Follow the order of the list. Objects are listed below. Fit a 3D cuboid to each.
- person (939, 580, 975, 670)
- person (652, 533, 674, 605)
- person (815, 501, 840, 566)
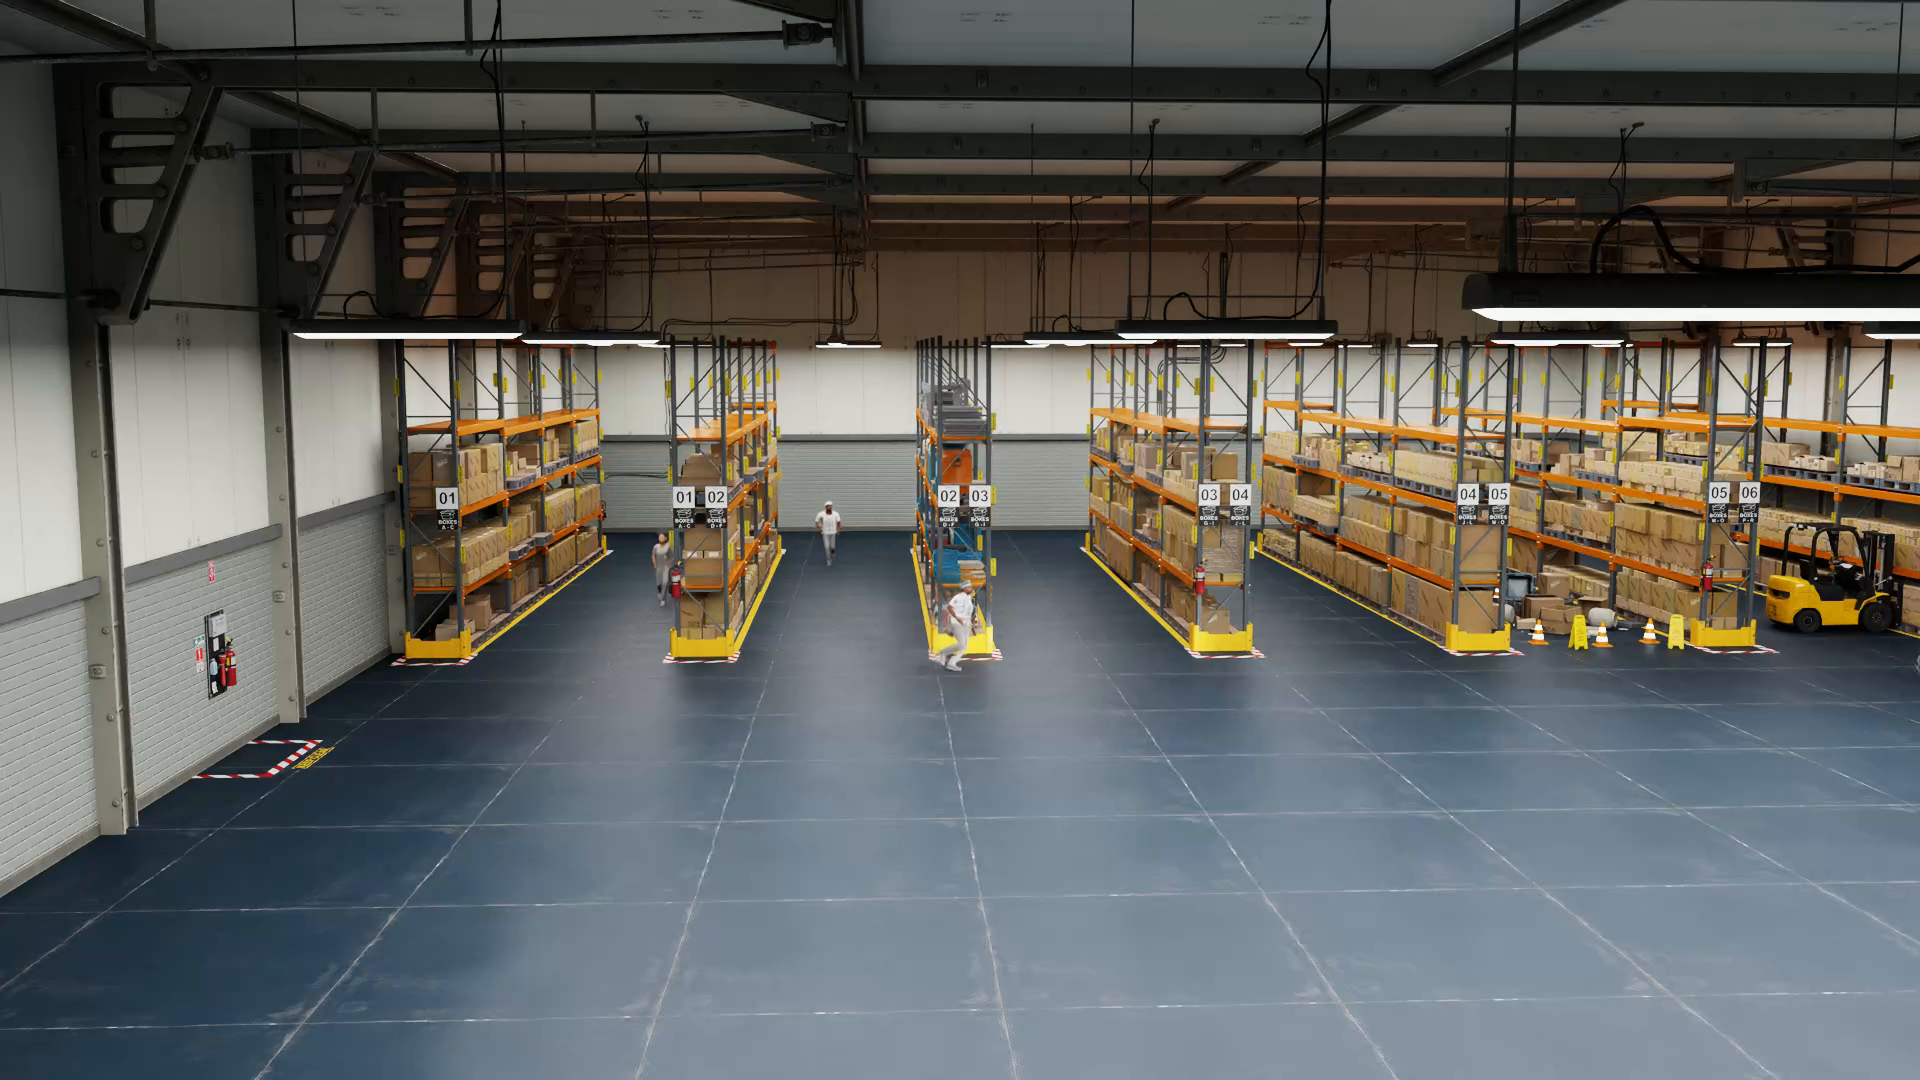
[{"bbox_3d":[-0.014,1.517,30.061,0.570,1.613,0.650,4,8,32],"label":"person"},{"bbox_3d":[-6.701,0.647,37.663,0.560,1.639,0.605,0,6,-1],"label":"person"},{"bbox_3d":[-3.527,-0.175,44.453,0.689,1.730,0.628,-1,7,-12],"label":"person"}]
